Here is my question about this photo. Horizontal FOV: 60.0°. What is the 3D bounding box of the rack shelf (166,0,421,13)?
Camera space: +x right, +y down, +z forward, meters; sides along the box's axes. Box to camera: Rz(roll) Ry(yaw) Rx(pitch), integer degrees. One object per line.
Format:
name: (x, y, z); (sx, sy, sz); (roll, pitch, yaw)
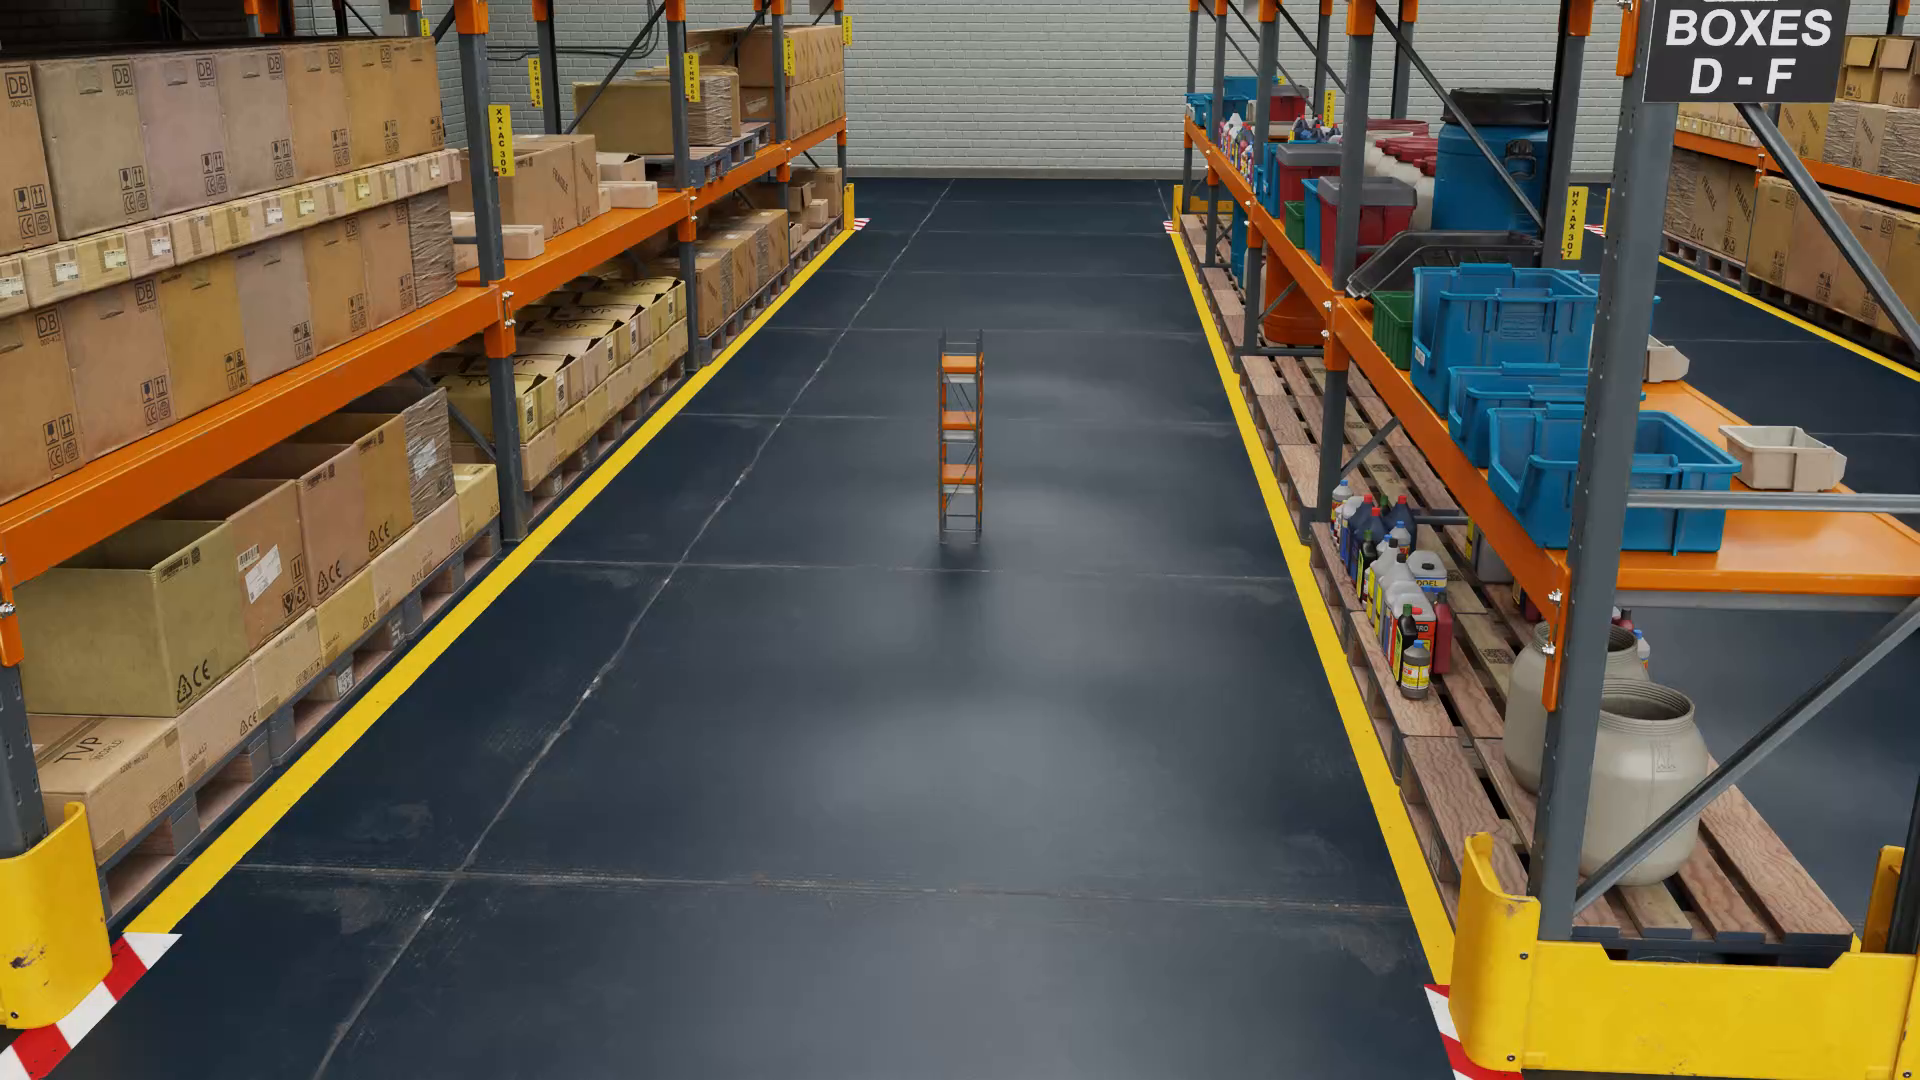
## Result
rack shelf: (-6.928, -5.734, 17.443); (1.077, 0.370, 4.000); (1, 18, 4)

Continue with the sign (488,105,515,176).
sign: (-2.150, -1.872, 7.802); (0.100, 0.325, 0.005); (1, 18, 4)

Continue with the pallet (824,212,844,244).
pallet: (-1.905, -3.566, 18.966); (1.003, 0.211, 1.213); (1, 18, 4)

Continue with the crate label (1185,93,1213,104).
crate label: (2.751, -4.930, 18.824); (0.416, 0.233, 0.303); (1, 18, 4)

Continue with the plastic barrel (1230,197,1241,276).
plastic barrel: (2.754, -2.842, 14.974); (0.600, 0.901, 0.708); (1, 18, 4)

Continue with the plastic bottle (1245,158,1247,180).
plastic bottle: (2.191, -2.804, 12.483); (0.097, 0.201, 0.097); (0, 18, 0)

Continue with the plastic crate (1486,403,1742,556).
plastic crate: (1.687, -0.173, 4.371); (0.499, 0.251, 0.616); (1, 18, 4)

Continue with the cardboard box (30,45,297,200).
cardboard box: (-2.837, -1.494, 5.920); (0.700, 0.500, 0.500); (1, 18, 4)

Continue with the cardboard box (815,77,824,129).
cardboard box: (-1.715, -4.592, 17.459); (0.500, 0.500, 0.500); (1, 18, 3)

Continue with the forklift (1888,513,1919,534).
forklift: (4.676, -0.913, 6.503); (1.130, 2.935, 3.031); (3, 18, 8)

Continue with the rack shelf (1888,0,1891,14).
rack shelf: (7.894, -5.402, 16.430); (1.077, 0.370, 4.000); (1, 18, 4)

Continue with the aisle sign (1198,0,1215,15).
aisle sign: (2.806, -6.315, 18.702); (0.394, 0.787, 0.004); (1, 18, 4)

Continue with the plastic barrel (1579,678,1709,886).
plastic barrel: (1.921, 0.696, 4.804); (0.421, 0.512, 0.421); (0, 18, 0)

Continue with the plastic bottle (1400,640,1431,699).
plastic bottle: (1.644, 0.459, 5.991); (0.097, 0.201, 0.097); (0, 18, 0)

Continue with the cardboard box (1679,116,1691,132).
cardboard box: (7.573, -4.240, 16.948); (0.380, 0.149, 0.250); (1, 18, 3)

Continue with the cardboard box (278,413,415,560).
cardboard box: (-2.599, -0.225, 6.830); (0.500, 0.500, 0.500); (1, 18, 4)

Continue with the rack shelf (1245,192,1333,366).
rack shelf: (2.380, -1.603, 9.652); (1.077, 0.370, 4.000); (1, 18, 4)

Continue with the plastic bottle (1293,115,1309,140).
plastic bottle: (2.913, -3.438, 14.176); (0.144, 0.351, 0.185); (1, 18, 4)

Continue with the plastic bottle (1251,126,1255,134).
plastic bottle: (2.482, -3.323, 13.946); (0.152, 0.276, 0.135); (1, 18, 4)

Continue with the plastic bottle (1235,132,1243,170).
plastic bottle: (2.231, -3.099, 13.251); (0.061, 0.283, 0.133); (1, 18, 4)

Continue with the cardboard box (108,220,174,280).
cardboard box: (-2.692, -0.903, 5.161); (0.380, 0.149, 0.250); (1, 18, 3)

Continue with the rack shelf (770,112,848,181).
rack shelf: (-1.987, -4.199, 17.576); (1.077, 0.370, 4.000); (1, 18, 4)

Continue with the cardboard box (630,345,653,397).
cardboard box: (-2.284, -1.085, 10.659); (0.500, 0.250, 0.500); (2, 18, 5)

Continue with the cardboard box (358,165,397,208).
cardboard box: (-2.564, -1.462, 6.865); (0.380, 0.149, 0.250); (1, 18, 4)

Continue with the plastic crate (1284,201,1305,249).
plastic crate: (2.080, -1.770, 9.347); (0.450, 0.188, 0.662); (1, 18, 4)

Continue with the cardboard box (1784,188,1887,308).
cardboard box: (7.661, -2.411, 13.700); (1.225, 0.875, 0.875); (1, 18, 2)

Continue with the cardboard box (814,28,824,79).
cardboard box: (-1.706, -5.063, 17.290); (0.500, 0.500, 0.500); (2, 18, 6)

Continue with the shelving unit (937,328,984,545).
shelving unit: (0.004, -0.516, 8.310); (0.215, 1.050, 0.252); (1, 18, 4)

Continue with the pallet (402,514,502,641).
pallet: (-2.803, 0.136, 7.669); (1.003, 0.211, 1.213); (1, 18, 4)

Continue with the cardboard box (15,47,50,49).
cardboard box: (-7.468, -3.966, 13.836); (0.500, 0.250, 0.500); (1, 18, 3)

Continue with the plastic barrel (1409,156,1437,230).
plastic barrel: (2.524, -1.680, 8.515); (0.433, 0.535, 0.433); (0, 18, 0)

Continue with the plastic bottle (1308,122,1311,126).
plastic bottle: (3.078, -3.506, 14.505); (0.152, 0.276, 0.135); (1, 18, 4)

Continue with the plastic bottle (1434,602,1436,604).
plastic bottle: (1.825, 0.336, 6.369); (0.097, 0.201, 0.097); (0, 18, 0)

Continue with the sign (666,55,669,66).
sign: (-2.672, -4.341, 15.463); (0.100, 0.325, 0.005); (1, 18, 4)

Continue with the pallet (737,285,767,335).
pallet: (-2.236, -1.961, 14.069); (1.003, 0.211, 1.213); (1, 18, 4)

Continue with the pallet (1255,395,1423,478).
pallet: (2.339, -0.623, 9.985); (1.003, 0.211, 1.213); (1, 18, 4)

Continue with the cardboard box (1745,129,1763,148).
cardboard box: (7.445, -3.680, 15.240); (0.380, 0.149, 0.250); (1, 18, 4)

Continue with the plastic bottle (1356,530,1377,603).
plastic bottle: (1.698, 0.109, 6.930); (0.061, 0.283, 0.133); (2, 18, 6)

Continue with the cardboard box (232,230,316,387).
cardboard box: (-2.836, -0.866, 6.088); (0.700, 0.500, 0.500); (2, 18, 6)

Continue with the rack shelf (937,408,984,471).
rack shelf: (0.004, -0.505, 8.314); (0.215, 0.259, 0.240); (1, 18, 4)

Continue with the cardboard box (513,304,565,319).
cardboard box: (-2.816, -1.359, 10.594); (0.500, 0.311, 0.500); (1, 18, 2)

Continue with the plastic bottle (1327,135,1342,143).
plastic bottle: (2.976, -3.065, 13.158); (0.152, 0.276, 0.135); (1, 18, 4)

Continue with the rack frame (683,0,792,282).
rack frame: (-2.130, -3.920, 15.568); (1.000, 3.000, 0.127); (1, 18, 4)

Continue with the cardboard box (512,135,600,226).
cardboard box: (-2.521, -2.203, 10.170); (0.500, 0.500, 0.500); (0, 18, 1)

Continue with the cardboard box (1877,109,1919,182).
cardboard box: (7.327, -2.977, 12.532); (0.500, 0.500, 0.500); (1, 18, 2)

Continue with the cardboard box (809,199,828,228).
cardboard box: (-1.735, -3.596, 18.289); (0.500, 0.250, 0.500); (1, 18, 4)

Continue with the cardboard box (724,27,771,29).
cardboard box: (-2.245, -5.077, 17.334); (0.500, 0.500, 0.500); (1, 18, 3)

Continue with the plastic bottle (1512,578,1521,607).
plastic bottle: (2.337, 0.130, 6.863); (0.061, 0.283, 0.133); (1, 18, 4)

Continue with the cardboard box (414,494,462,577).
cardboard box: (-2.565, -0.024, 7.421); (0.500, 0.250, 0.500); (1, 18, 4)

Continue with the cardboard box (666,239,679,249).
cardboard box: (-2.547, -2.155, 13.490); (0.500, 0.500, 0.500); (1, 18, 2)

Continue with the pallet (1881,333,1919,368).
pallet: (7.595, -1.373, 12.275); (1.003, 0.211, 1.213); (1, 18, 4)

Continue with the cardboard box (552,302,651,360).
cardboard box: (-2.279, -1.350, 10.568); (0.500, 0.311, 0.500); (1, 18, 4)

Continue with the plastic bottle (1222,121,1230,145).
plastic bottle: (2.352, -3.535, 14.599); (0.097, 0.271, 0.097); (0, 18, 0)

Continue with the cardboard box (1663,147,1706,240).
cardboard box: (8.006, -3.646, 17.472); (0.875, 0.875, 0.875); (1, 18, 4)

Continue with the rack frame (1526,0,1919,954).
rack frame: (1.950, -0.081, 3.853); (1.000, 3.000, 0.127); (1, 18, 4)

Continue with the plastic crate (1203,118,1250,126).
plastic crate: (2.622, -4.059, 16.340); (0.437, 0.125, 0.590); (1, 18, 4)

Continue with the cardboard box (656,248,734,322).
cardboard box: (-2.068, -1.996, 13.006); (0.500, 0.500, 0.500); (1, 18, 2)
